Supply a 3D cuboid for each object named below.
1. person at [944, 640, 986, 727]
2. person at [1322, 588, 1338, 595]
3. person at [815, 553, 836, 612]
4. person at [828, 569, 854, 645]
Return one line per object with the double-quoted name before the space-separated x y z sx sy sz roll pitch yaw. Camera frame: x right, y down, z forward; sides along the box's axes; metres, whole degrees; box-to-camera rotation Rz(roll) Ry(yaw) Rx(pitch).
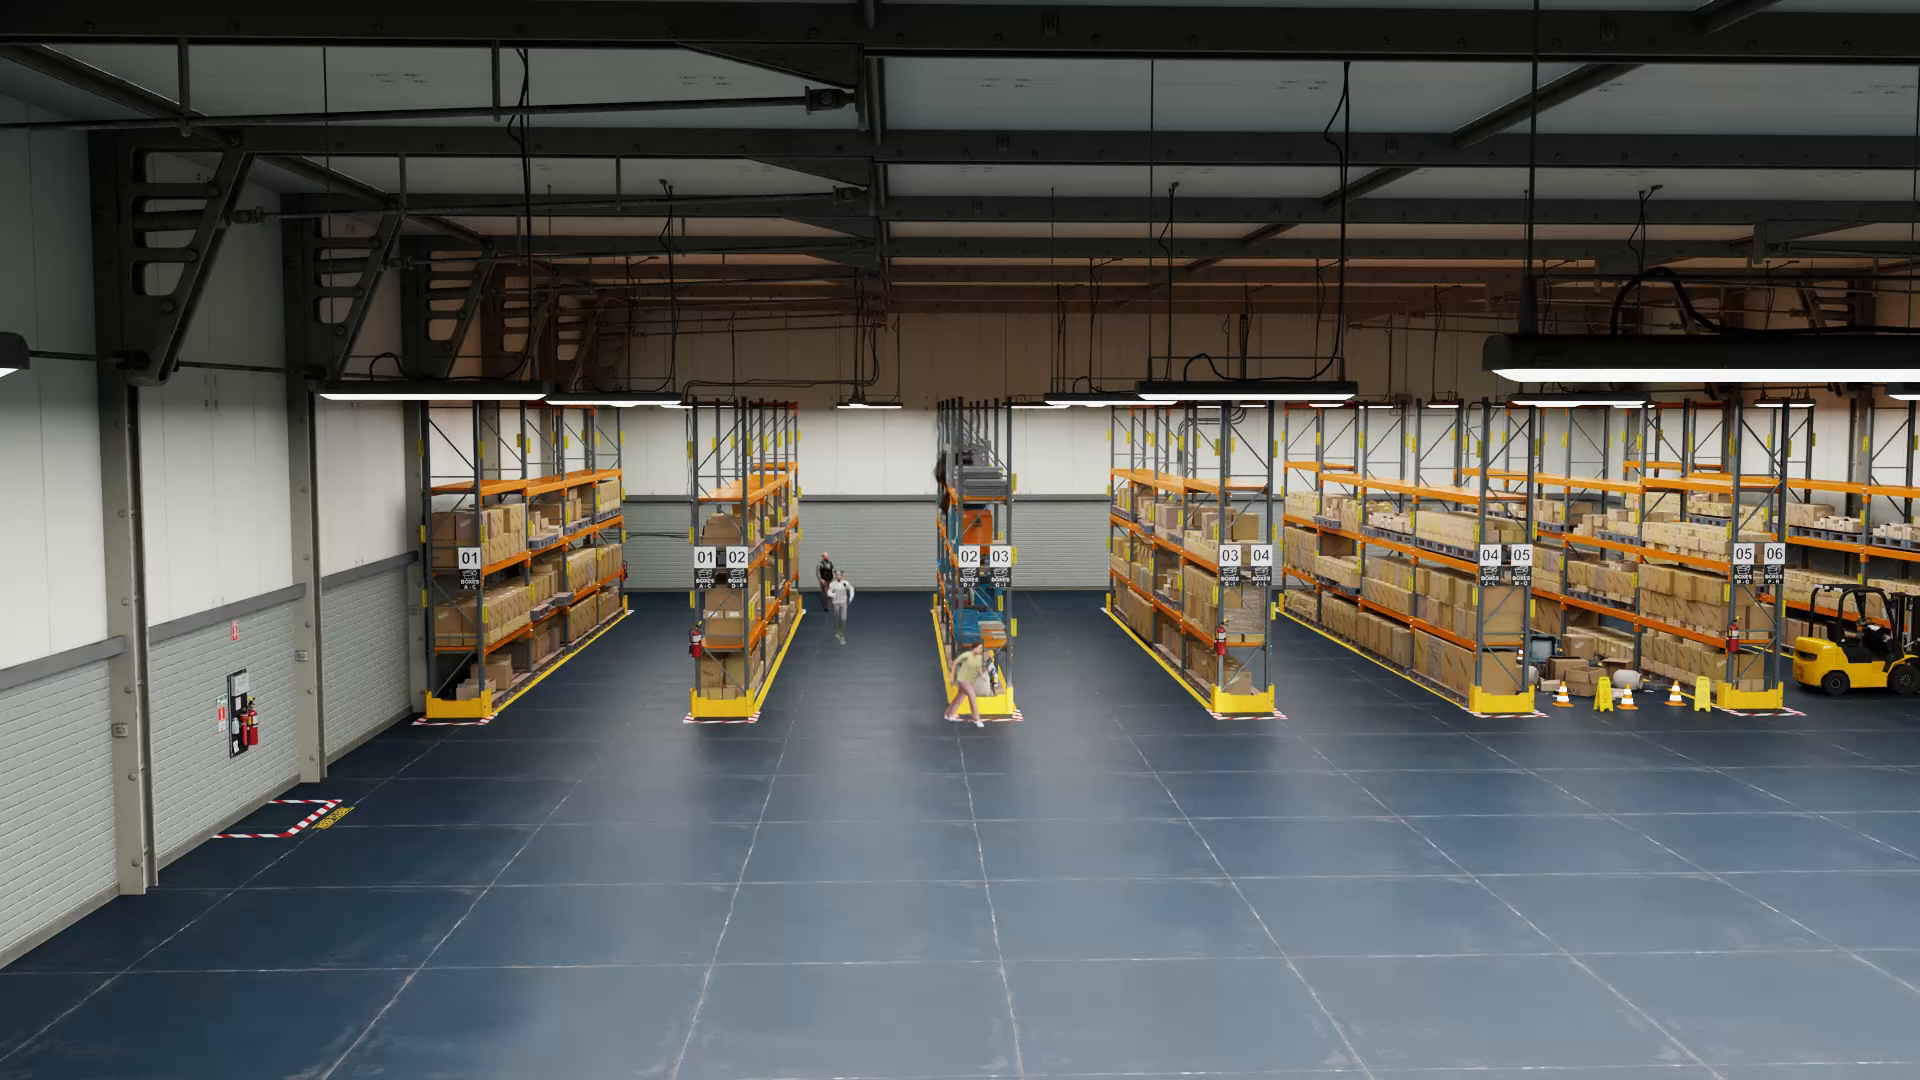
"person" 0.102 2.578 30.292 0.983 1.553 0.586 4 6 43
"person" 10.739 1.136 48.520 0.677 1.687 0.886 -4 6 -39
"person" -3.819 1.206 47.740 0.687 1.687 0.522 -4 6 -41
"person" -2.849 1.581 39.674 0.617 1.788 0.721 0 4 -3
